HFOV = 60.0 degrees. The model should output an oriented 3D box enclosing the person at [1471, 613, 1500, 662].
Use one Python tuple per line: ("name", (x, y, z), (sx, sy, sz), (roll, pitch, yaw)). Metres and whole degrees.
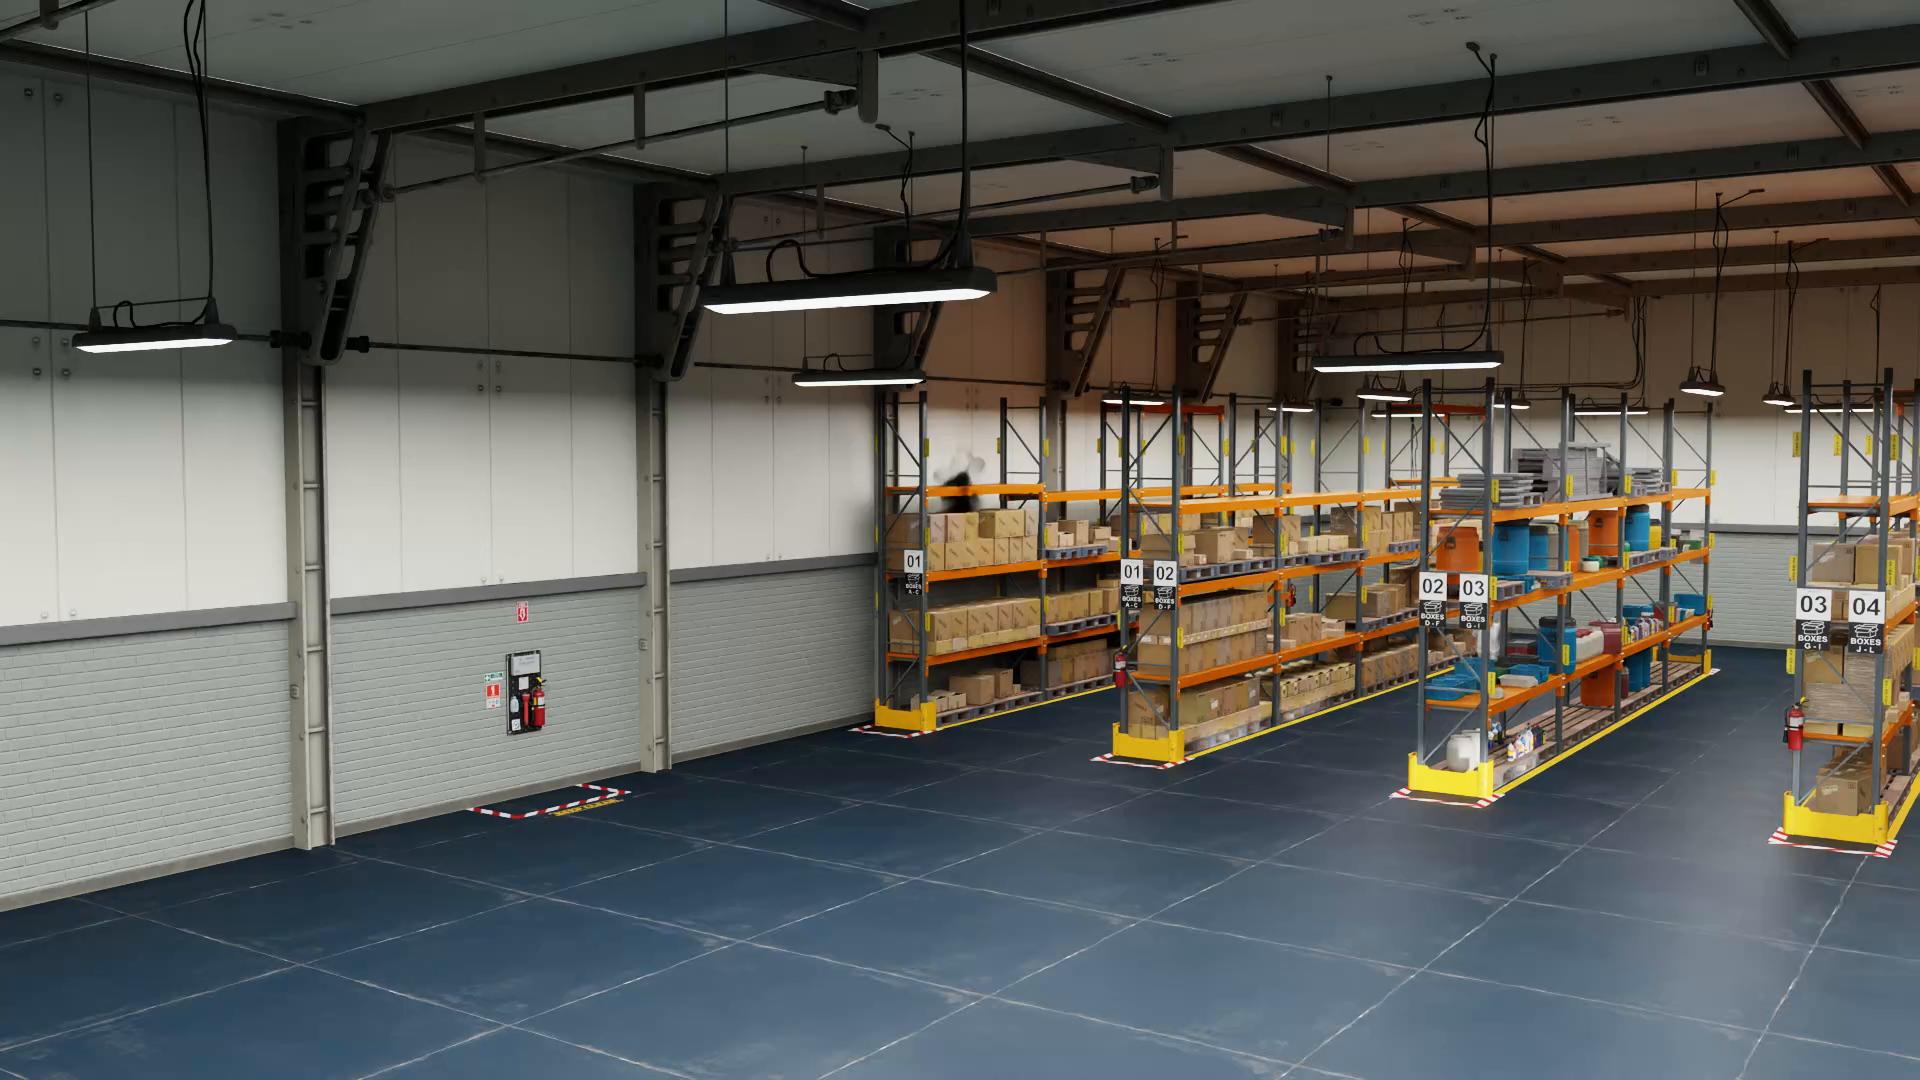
("person", (10.710, 2.272, 33.703), (0.669, 1.736, 0.689), (1, 3, 22))
